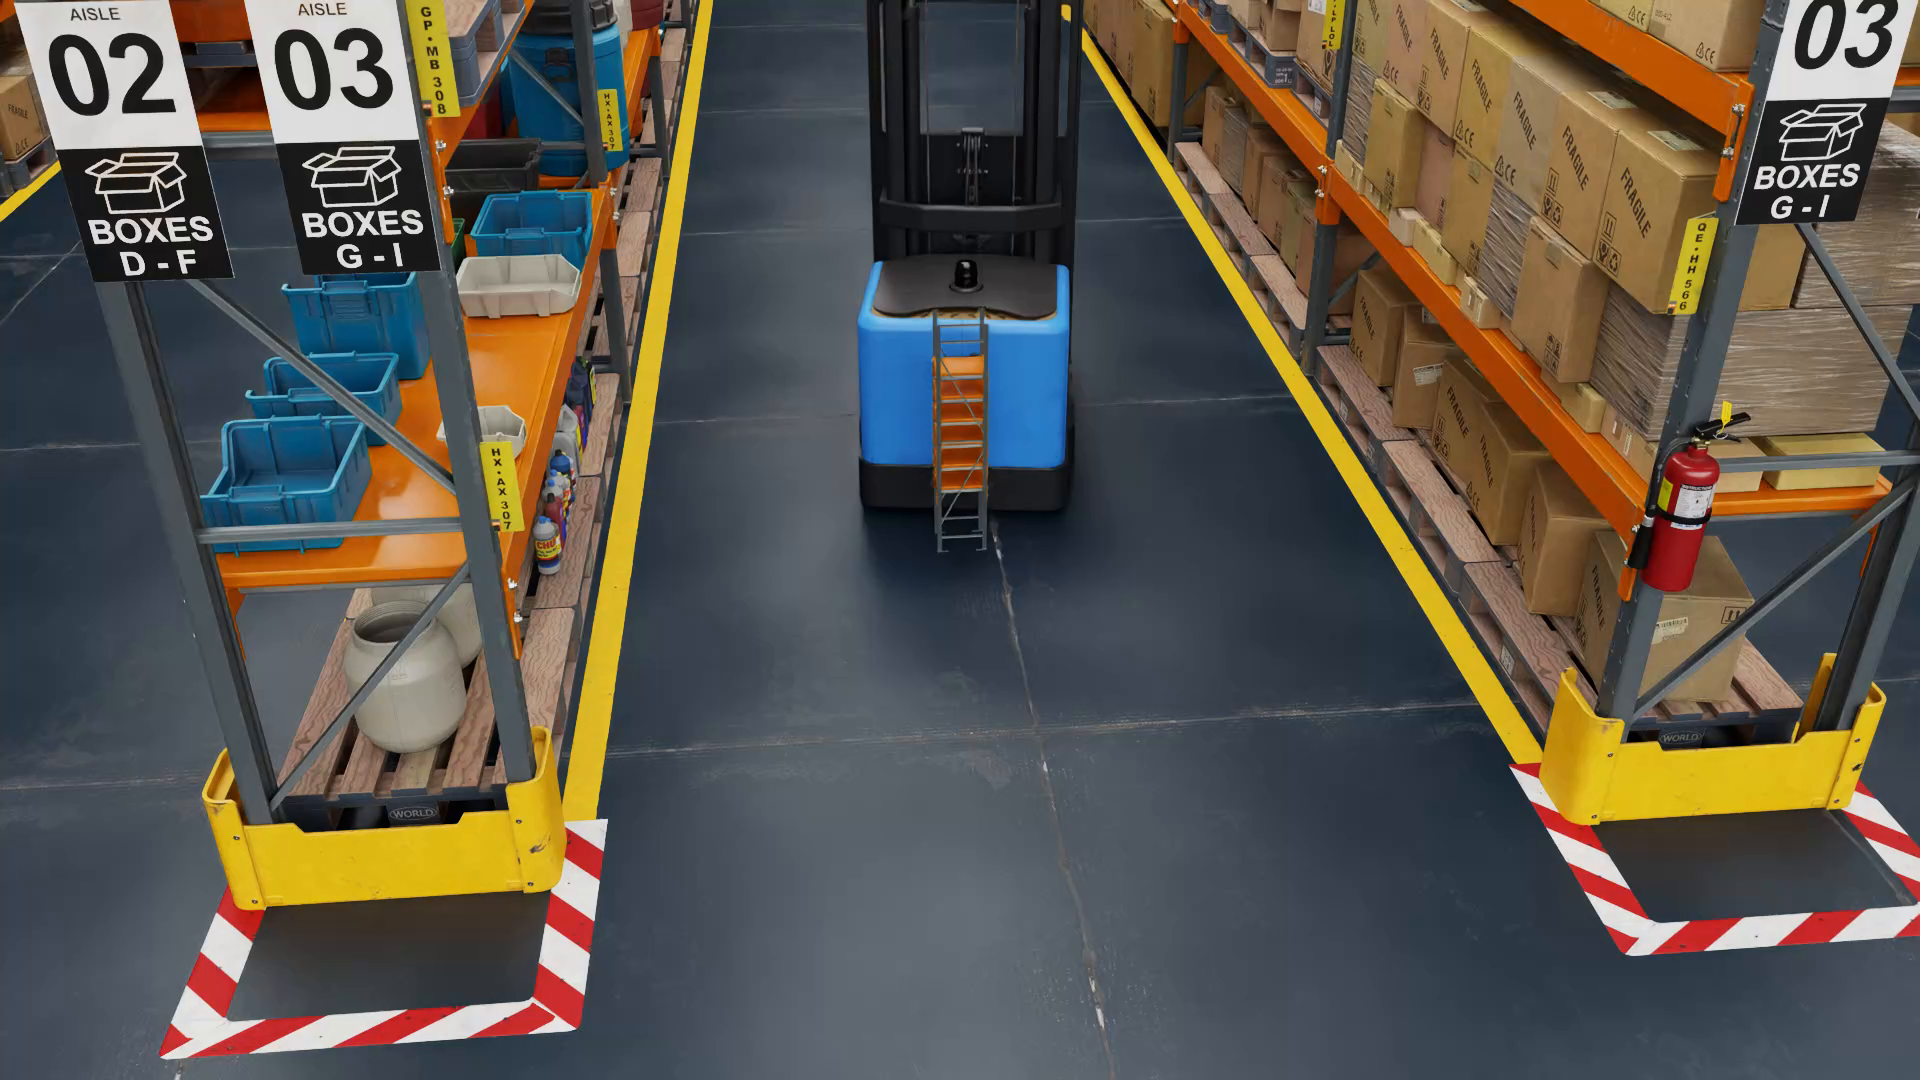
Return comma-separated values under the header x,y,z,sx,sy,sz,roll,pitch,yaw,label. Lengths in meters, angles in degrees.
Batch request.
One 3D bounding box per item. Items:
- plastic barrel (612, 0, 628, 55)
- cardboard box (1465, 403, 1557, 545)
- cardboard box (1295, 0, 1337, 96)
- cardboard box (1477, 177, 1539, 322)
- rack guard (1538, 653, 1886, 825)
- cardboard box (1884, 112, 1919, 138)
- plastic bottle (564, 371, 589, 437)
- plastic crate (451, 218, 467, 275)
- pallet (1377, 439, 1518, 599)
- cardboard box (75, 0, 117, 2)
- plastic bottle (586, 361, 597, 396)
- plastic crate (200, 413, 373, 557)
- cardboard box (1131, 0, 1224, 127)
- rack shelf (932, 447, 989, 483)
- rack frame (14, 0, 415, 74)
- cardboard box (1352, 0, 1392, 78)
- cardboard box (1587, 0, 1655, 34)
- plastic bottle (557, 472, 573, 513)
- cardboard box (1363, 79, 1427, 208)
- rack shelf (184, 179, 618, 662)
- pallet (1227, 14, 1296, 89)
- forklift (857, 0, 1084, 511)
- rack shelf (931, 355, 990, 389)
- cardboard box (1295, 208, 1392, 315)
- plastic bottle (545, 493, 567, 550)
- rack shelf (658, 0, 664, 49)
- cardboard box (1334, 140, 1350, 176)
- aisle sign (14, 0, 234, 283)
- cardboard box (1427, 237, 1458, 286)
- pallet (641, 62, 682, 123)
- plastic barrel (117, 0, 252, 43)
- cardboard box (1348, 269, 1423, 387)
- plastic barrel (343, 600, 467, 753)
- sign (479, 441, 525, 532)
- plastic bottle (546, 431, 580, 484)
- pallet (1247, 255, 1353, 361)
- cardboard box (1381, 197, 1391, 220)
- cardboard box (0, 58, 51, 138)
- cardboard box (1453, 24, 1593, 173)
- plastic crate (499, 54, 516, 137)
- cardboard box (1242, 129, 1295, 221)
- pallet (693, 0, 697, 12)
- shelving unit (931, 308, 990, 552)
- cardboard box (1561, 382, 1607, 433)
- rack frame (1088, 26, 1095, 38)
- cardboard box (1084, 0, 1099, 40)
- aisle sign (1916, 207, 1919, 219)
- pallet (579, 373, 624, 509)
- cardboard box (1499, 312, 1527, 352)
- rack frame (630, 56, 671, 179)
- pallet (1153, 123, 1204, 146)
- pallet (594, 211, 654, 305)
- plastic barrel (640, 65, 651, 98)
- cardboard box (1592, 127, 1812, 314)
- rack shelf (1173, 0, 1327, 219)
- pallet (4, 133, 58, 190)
x,y,z,sx,sy,sz,roll,pitch,yaw,label
-2.416,-3.428,10.955,0.421,0.512,0.421,0,31,0,plastic barrel
2.743,-0.314,7.879,0.500,0.500,0.500,0,31,0,cardboard box
2.606,-3.156,9.613,1.000,1.000,1.000,-3,31,-4,cardboard box
2.721,-1.223,6.985,0.875,0.500,0.500,-3,31,-5,cardboard box
2.907,0.771,6.471,1.175,0.500,0.348,-3,31,-5,rack guard
7.167,-2.987,12.110,1.050,0.750,0.750,-2,31,-4,cardboard box
-2.025,-0.707,8.662,0.144,0.351,0.185,-4,31,-7,plastic bottle
-2.545,-1.271,7.659,0.450,0.188,0.662,-3,31,-5,plastic crate
2.756,-0.143,8.283,1.003,0.211,1.213,-3,31,-5,pallet
-7.701,-4.542,14.937,0.500,0.500,0.500,-3,31,-4,cardboard box
-2.046,-0.885,9.107,0.097,0.201,0.097,0,31,0,plastic bottle
-2.361,-0.203,5.810,0.499,0.251,0.616,-3,31,-5,plastic crate
2.123,-3.969,13.632,1.225,0.875,0.875,-4,31,-7,cardboard box
0.001,-0.367,8.014,0.258,0.103,0.180,-3,31,-5,rack shelf
-2.017,-2.601,3.830,1.000,3.000,0.127,-3,31,-5,rack frame
2.330,-2.663,8.421,0.500,0.500,0.500,-3,31,-5,cardboard box
2.567,-1.975,5.853,0.500,0.250,0.500,-3,31,-4,cardboard box
-1.927,-0.231,8.011,0.097,0.201,0.097,0,31,0,plastic bottle
2.533,-1.986,8.263,0.875,0.500,0.500,-3,31,-5,cardboard box
-2.204,-0.738,7.262,1.077,0.370,4.000,-3,31,-5,rack shelf
2.393,-3.257,10.964,1.003,0.211,1.213,-3,31,-5,pallet
0.088,-2.128,8.954,1.130,2.935,3.031,2,31,3,forklift
0.001,-0.779,7.768,0.258,0.103,0.180,-3,31,-5,rack shelf
2.505,-1.736,10.239,0.700,0.500,0.500,-5,31,-8,cardboard box
-1.879,-0.106,7.722,0.061,0.283,0.133,-2,31,-4,plastic bottle
-2.951,-4.823,14.100,1.077,0.370,4.000,-3,31,-5,rack shelf
2.261,-2.073,9.041,0.380,0.149,0.250,-3,31,-5,cardboard box
-2.306,-1.091,4.616,0.394,0.787,0.004,-3,31,-5,aisle sign
2.415,-1.308,7.760,0.380,0.149,0.250,-3,31,-5,cardboard box
-2.990,-3.935,14.632,1.003,0.211,1.213,-3,31,-5,pallet
-2.189,-1.920,4.786,0.600,0.830,0.708,-3,31,-5,plastic barrel
2.538,-1.206,9.373,0.500,0.500,0.500,-4,31,-6,cardboard box
-2.154,0.530,6.455,0.421,0.512,0.421,0,31,0,plastic barrel
-1.469,-0.169,5.338,0.100,0.325,0.005,-3,31,-5,sign
-1.984,-0.427,8.266,0.152,0.276,0.135,-2,31,-4,plastic bottle
2.467,-1.506,10.565,1.003,0.211,1.213,-3,31,-5,pallet
2.356,-1.692,8.402,0.380,0.149,0.250,-3,31,-5,cardboard box
-7.509,-3.504,13.199,0.500,0.500,0.500,-4,31,-6,cardboard box
2.482,-1.898,7.140,0.500,0.500,0.500,-3,31,-5,cardboard box
-2.803,-2.610,9.709,0.392,0.384,0.575,-3,31,-5,plastic crate
2.374,-2.551,11.604,0.700,0.500,0.500,0,31,0,cardboard box
-3.362,-5.953,18.011,1.003,0.211,1.213,-3,31,-5,pallet
0.001,-0.508,7.930,0.258,1.200,0.189,-3,31,-5,shelving unit
2.585,-0.544,6.480,0.380,0.149,0.250,-3,31,-5,cardboard box
1.793,-6.390,16.023,1.000,3.000,0.127,-3,31,-5,rack frame
1.873,-5.332,15.914,1.225,0.875,0.875,-3,31,-4,cardboard box
3.219,-1.362,5.070,0.394,0.787,0.004,-3,31,-5,aisle sign
-2.369,-0.526,8.925,1.003,0.211,1.213,-3,31,-5,pallet
2.549,-0.928,7.124,0.380,0.149,0.250,-3,31,-5,cardboard box
-2.764,-4.110,12.206,1.000,3.000,0.127,-3,31,-5,rack frame
2.168,-3.557,13.999,1.003,0.211,1.213,-3,31,-5,pallet
-2.620,-1.894,11.216,1.003,0.211,1.213,-3,31,-5,pallet
-2.932,-4.081,14.099,0.600,0.588,0.708,-3,31,-5,plastic barrel
2.617,-1.132,5.858,0.500,0.500,0.500,-3,31,-5,cardboard box
2.354,-3.018,11.079,1.077,0.370,4.000,-3,31,-5,rack shelf
-7.728,-3.061,13.168,1.003,0.211,1.213,-3,31,-5,pallet
